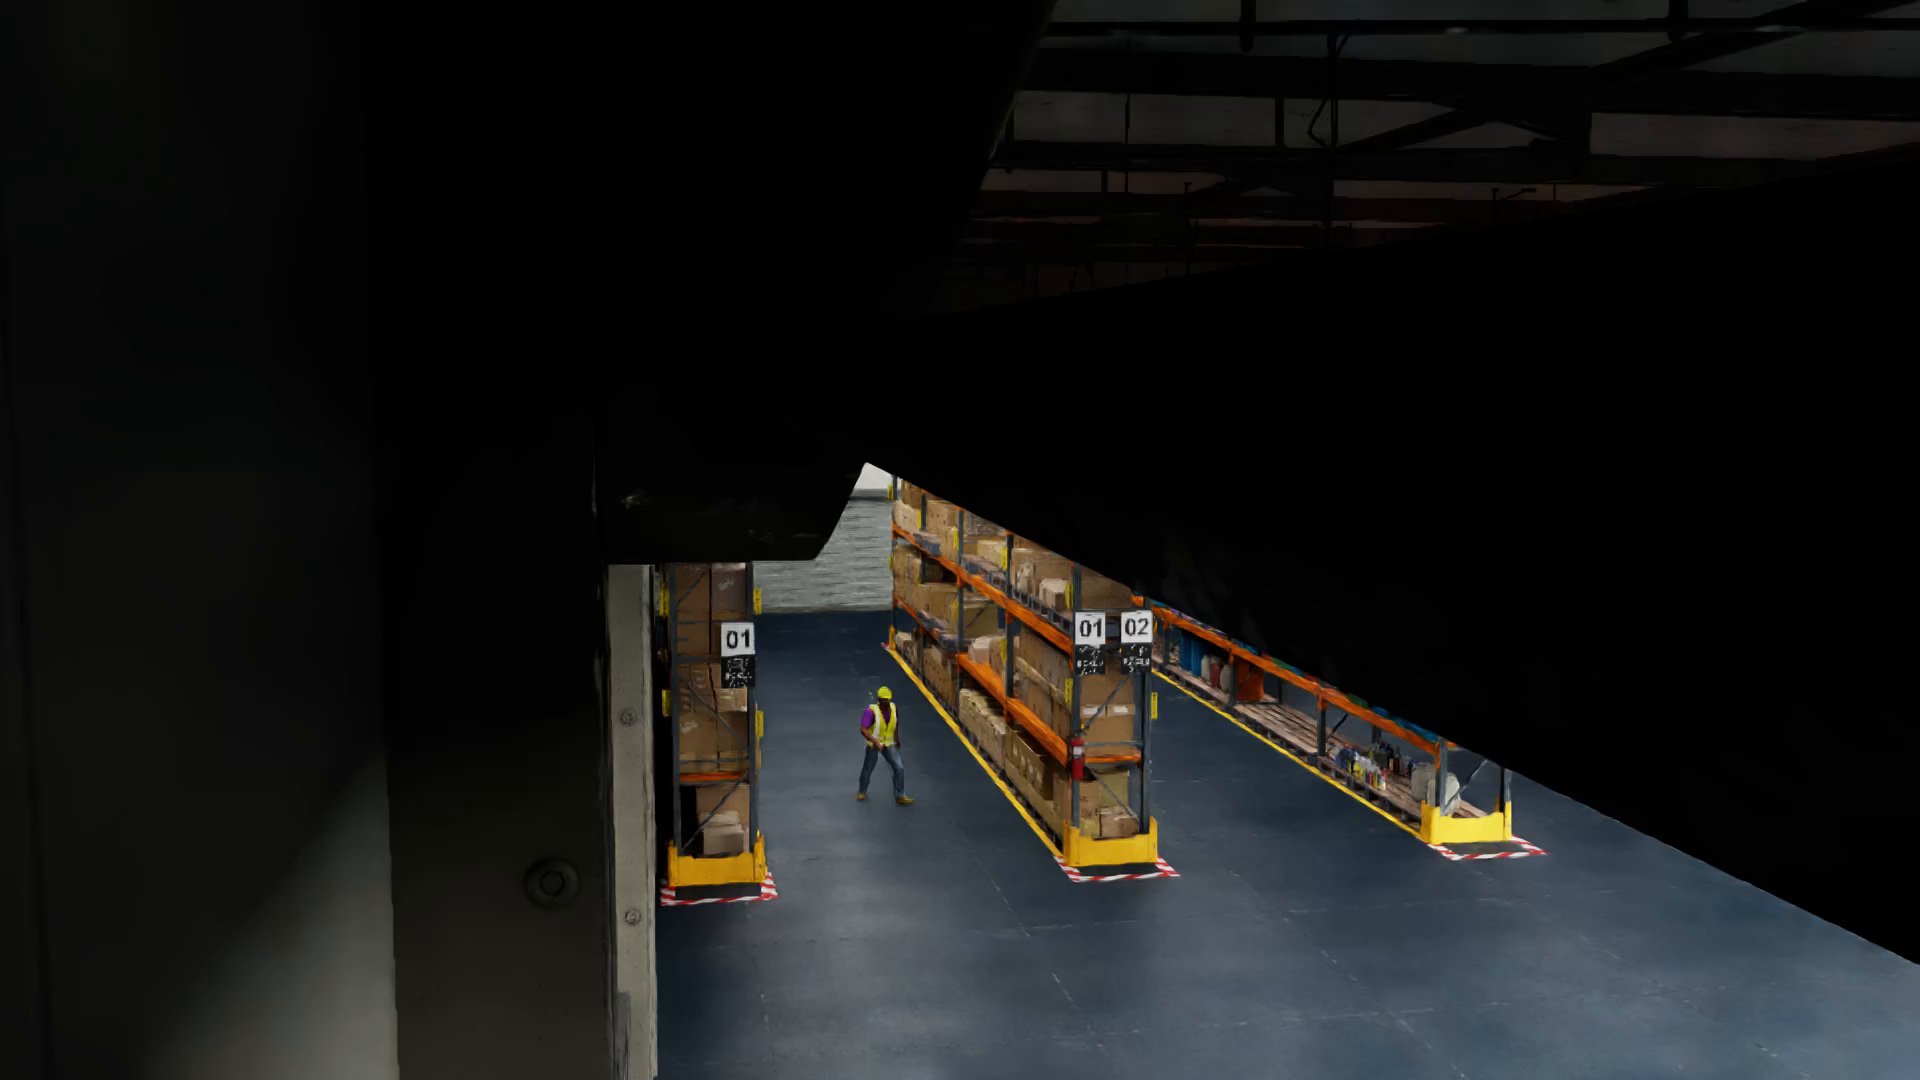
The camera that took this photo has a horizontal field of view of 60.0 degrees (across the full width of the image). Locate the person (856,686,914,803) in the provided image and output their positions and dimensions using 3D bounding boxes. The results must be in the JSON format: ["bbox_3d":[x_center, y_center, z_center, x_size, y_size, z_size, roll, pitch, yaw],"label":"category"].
[{"bbox_3d":[-1.132,2.912,23.789,0.710,1.703,0.836,-3,7,-26],"label":"person"}]

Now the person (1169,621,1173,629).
[{"bbox_3d":[4.954,1.279,39.333,0.484,1.605,1.000,-1,6,-11],"label":"person"}]
